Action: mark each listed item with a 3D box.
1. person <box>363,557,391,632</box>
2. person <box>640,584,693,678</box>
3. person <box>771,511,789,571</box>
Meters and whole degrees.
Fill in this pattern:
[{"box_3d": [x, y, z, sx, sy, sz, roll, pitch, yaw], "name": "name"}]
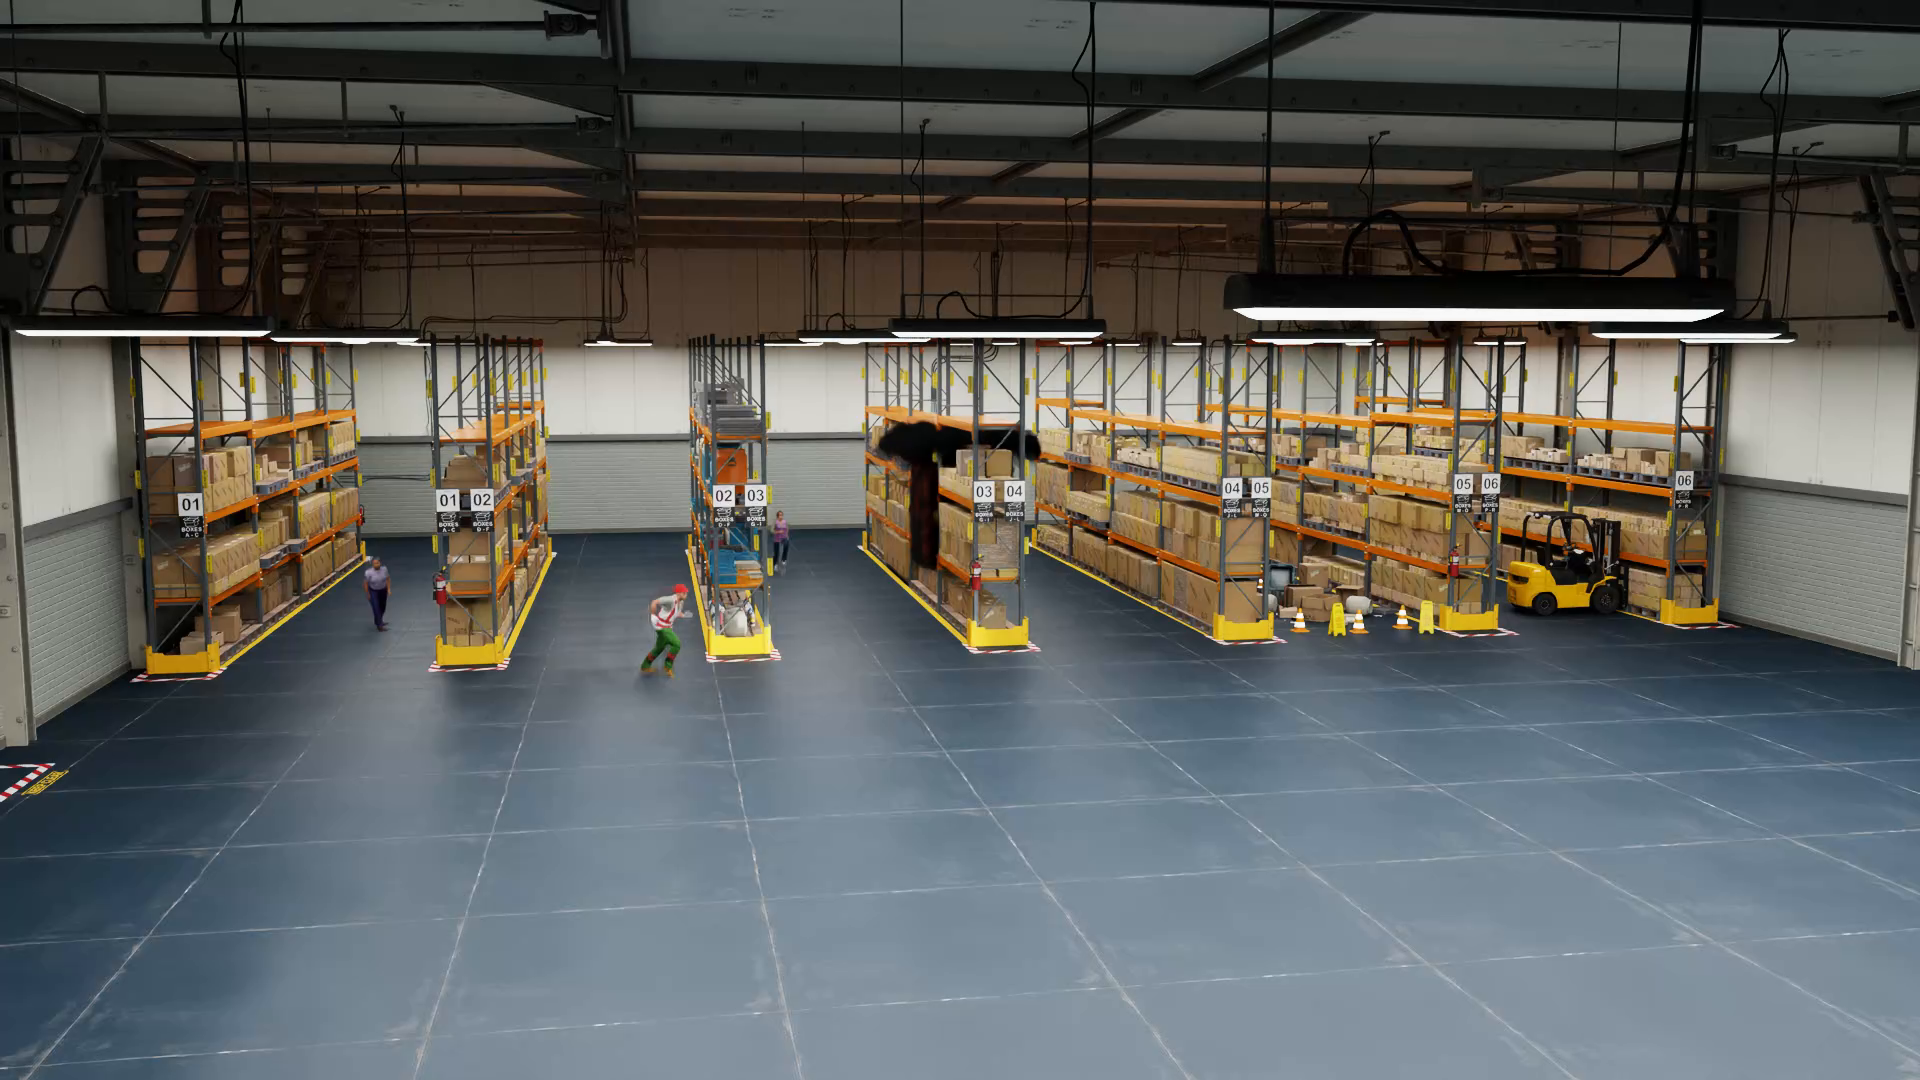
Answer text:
[{"box_3d": [-11.932, 1.069, 34.063, 0.603, 1.529, 0.913, -6, 9, -44], "name": "person"}, {"box_3d": [-5.169, 1.596, 29.054, 0.991, 1.686, 0.711, 2, 7, 17], "name": "person"}, {"box_3d": [-4.599, 0.025, 42.398, 0.513, 1.565, 0.855, -2, 7, -19], "name": "person"}]
